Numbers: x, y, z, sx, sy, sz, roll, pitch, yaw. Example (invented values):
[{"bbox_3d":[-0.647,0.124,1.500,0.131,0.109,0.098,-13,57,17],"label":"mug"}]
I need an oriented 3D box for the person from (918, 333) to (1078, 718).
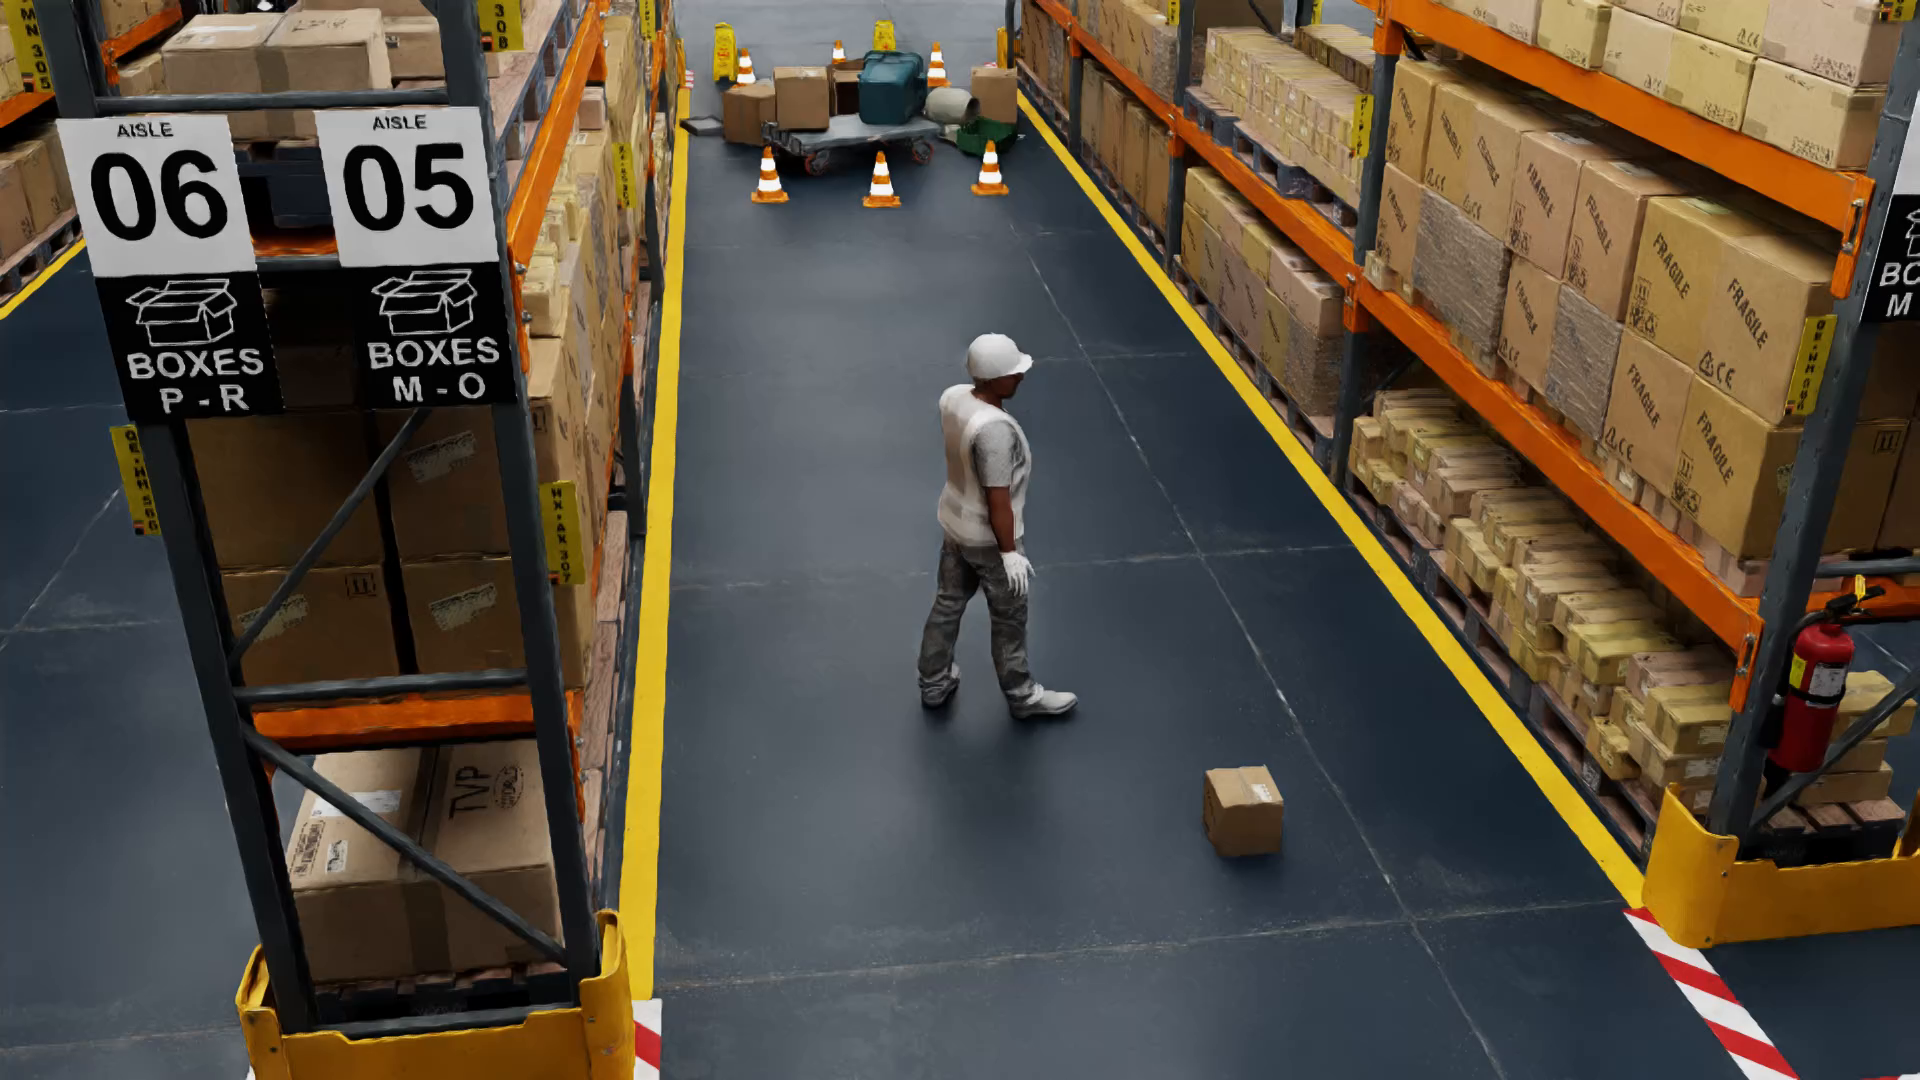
[{"bbox_3d":[0.168,-0.040,7.153,0.639,1.786,0.706,-11,29,-21],"label":"person"}]
